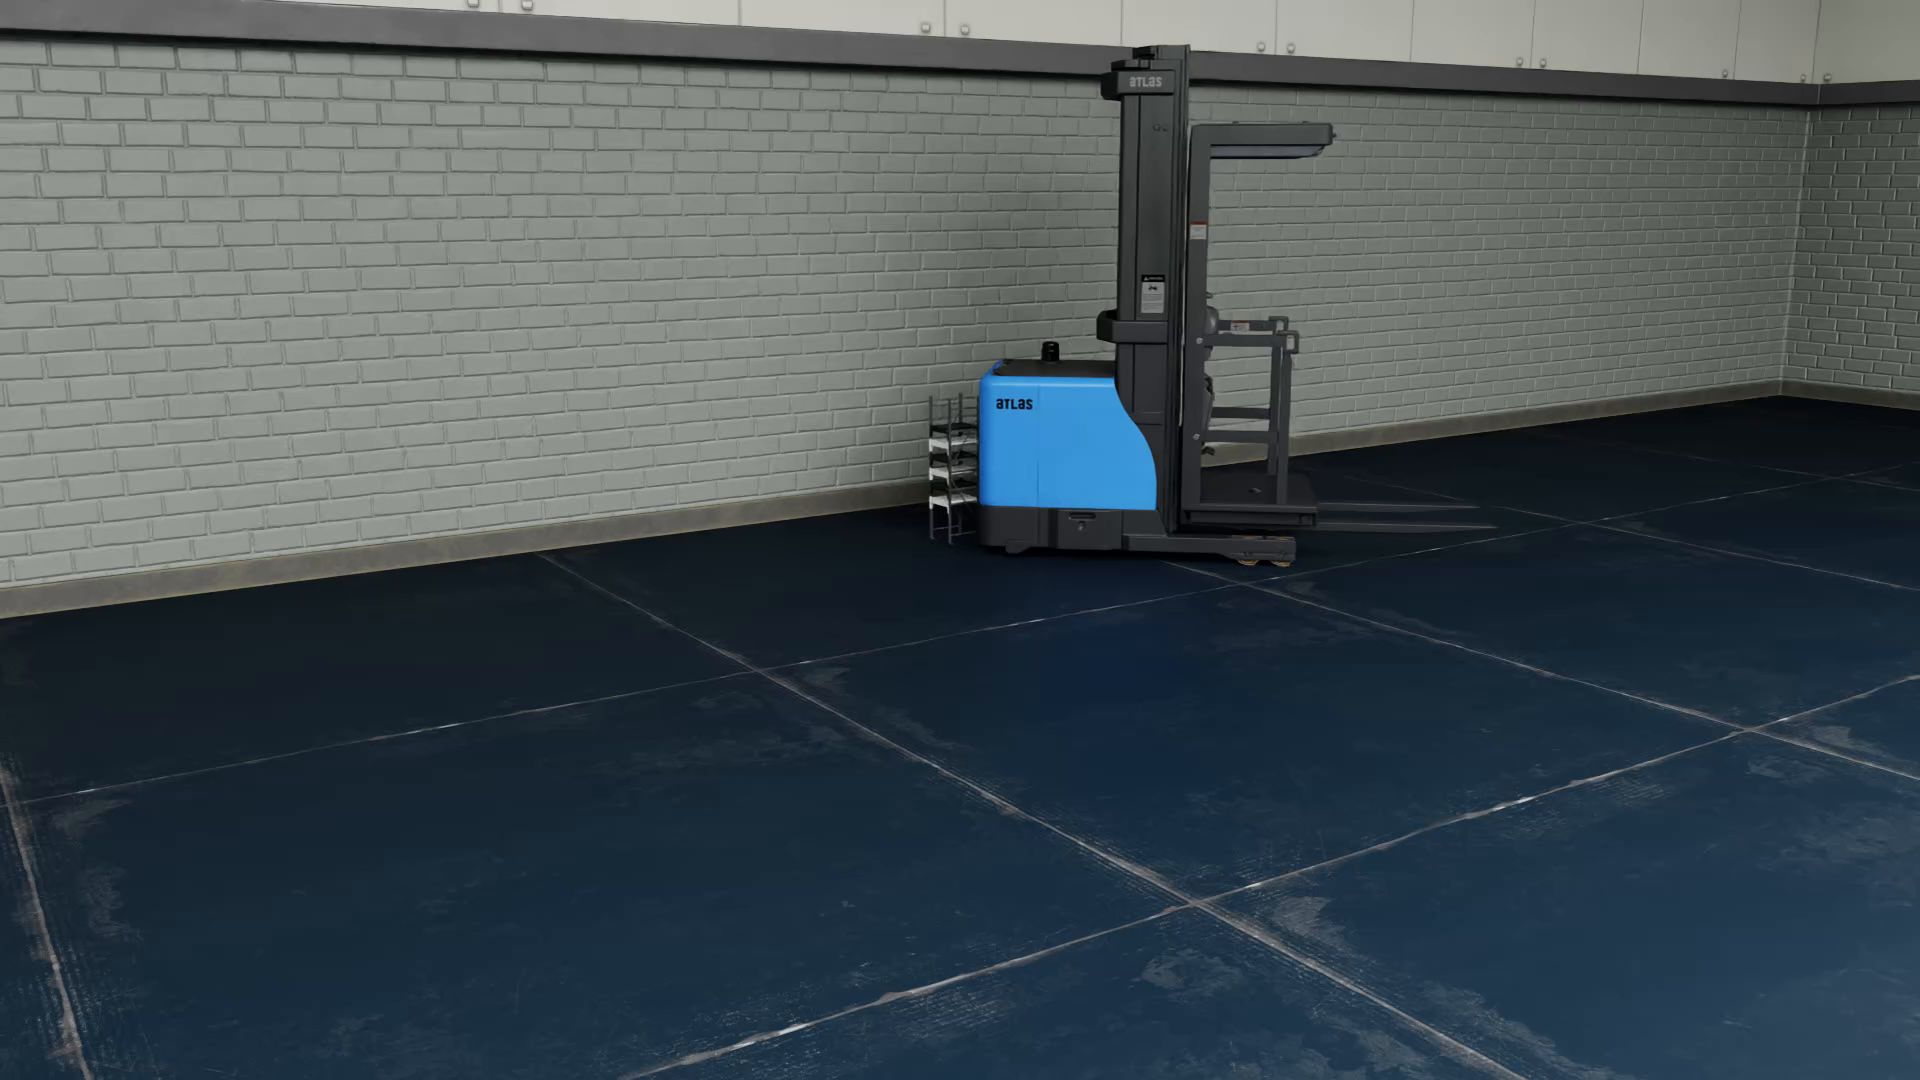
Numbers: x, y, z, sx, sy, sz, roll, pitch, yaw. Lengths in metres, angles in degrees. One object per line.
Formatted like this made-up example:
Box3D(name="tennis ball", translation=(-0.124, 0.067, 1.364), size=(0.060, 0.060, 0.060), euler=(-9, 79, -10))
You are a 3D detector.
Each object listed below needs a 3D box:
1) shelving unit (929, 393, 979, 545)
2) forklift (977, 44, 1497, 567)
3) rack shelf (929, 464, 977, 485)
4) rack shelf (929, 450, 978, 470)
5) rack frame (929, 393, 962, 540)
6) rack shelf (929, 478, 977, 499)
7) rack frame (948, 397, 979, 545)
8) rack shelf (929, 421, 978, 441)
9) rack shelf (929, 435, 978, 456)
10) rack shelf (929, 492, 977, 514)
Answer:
Box3D(name="shelving unit", translation=(-0.030, -0.439, 10.262), size=(0.258, 0.900, 0.210), euler=(-8, 15, -34))
Box3D(name="forklift", translation=(1.657, -1.398, 9.895), size=(3.031, 2.935, 1.130), euler=(2, 12, 7))
Box3D(name="rack shelf", translation=(-0.030, -0.406, 10.269), size=(0.258, 0.077, 0.200), euler=(-8, 15, -34))
Box3D(name="rack shelf", translation=(-0.030, -0.494, 10.250), size=(0.258, 0.077, 0.200), euler=(-8, 15, -34))
Box3D(name="rack frame", translation=(-0.088, -0.457, 10.343), size=(0.240, 0.900, 0.006), euler=(-8, 15, -34))
Box3D(name="rack shelf", translation=(-0.030, -0.318, 10.288), size=(0.258, 0.077, 0.200), euler=(-8, 15, -34))
Box3D(name="rack frame", translation=(0.028, -0.421, 10.180), size=(0.240, 0.900, 0.006), euler=(-8, 15, -34))
Box3D(name="rack shelf", translation=(-0.030, -0.670, 10.211), size=(0.258, 0.077, 0.200), euler=(-8, 15, -34))
Box3D(name="rack shelf", translation=(-0.030, -0.582, 10.230), size=(0.258, 0.077, 0.200), euler=(-8, 15, -34))
Box3D(name="rack shelf", translation=(-0.030, -0.230, 10.307), size=(0.258, 0.077, 0.200), euler=(-8, 15, -34))
